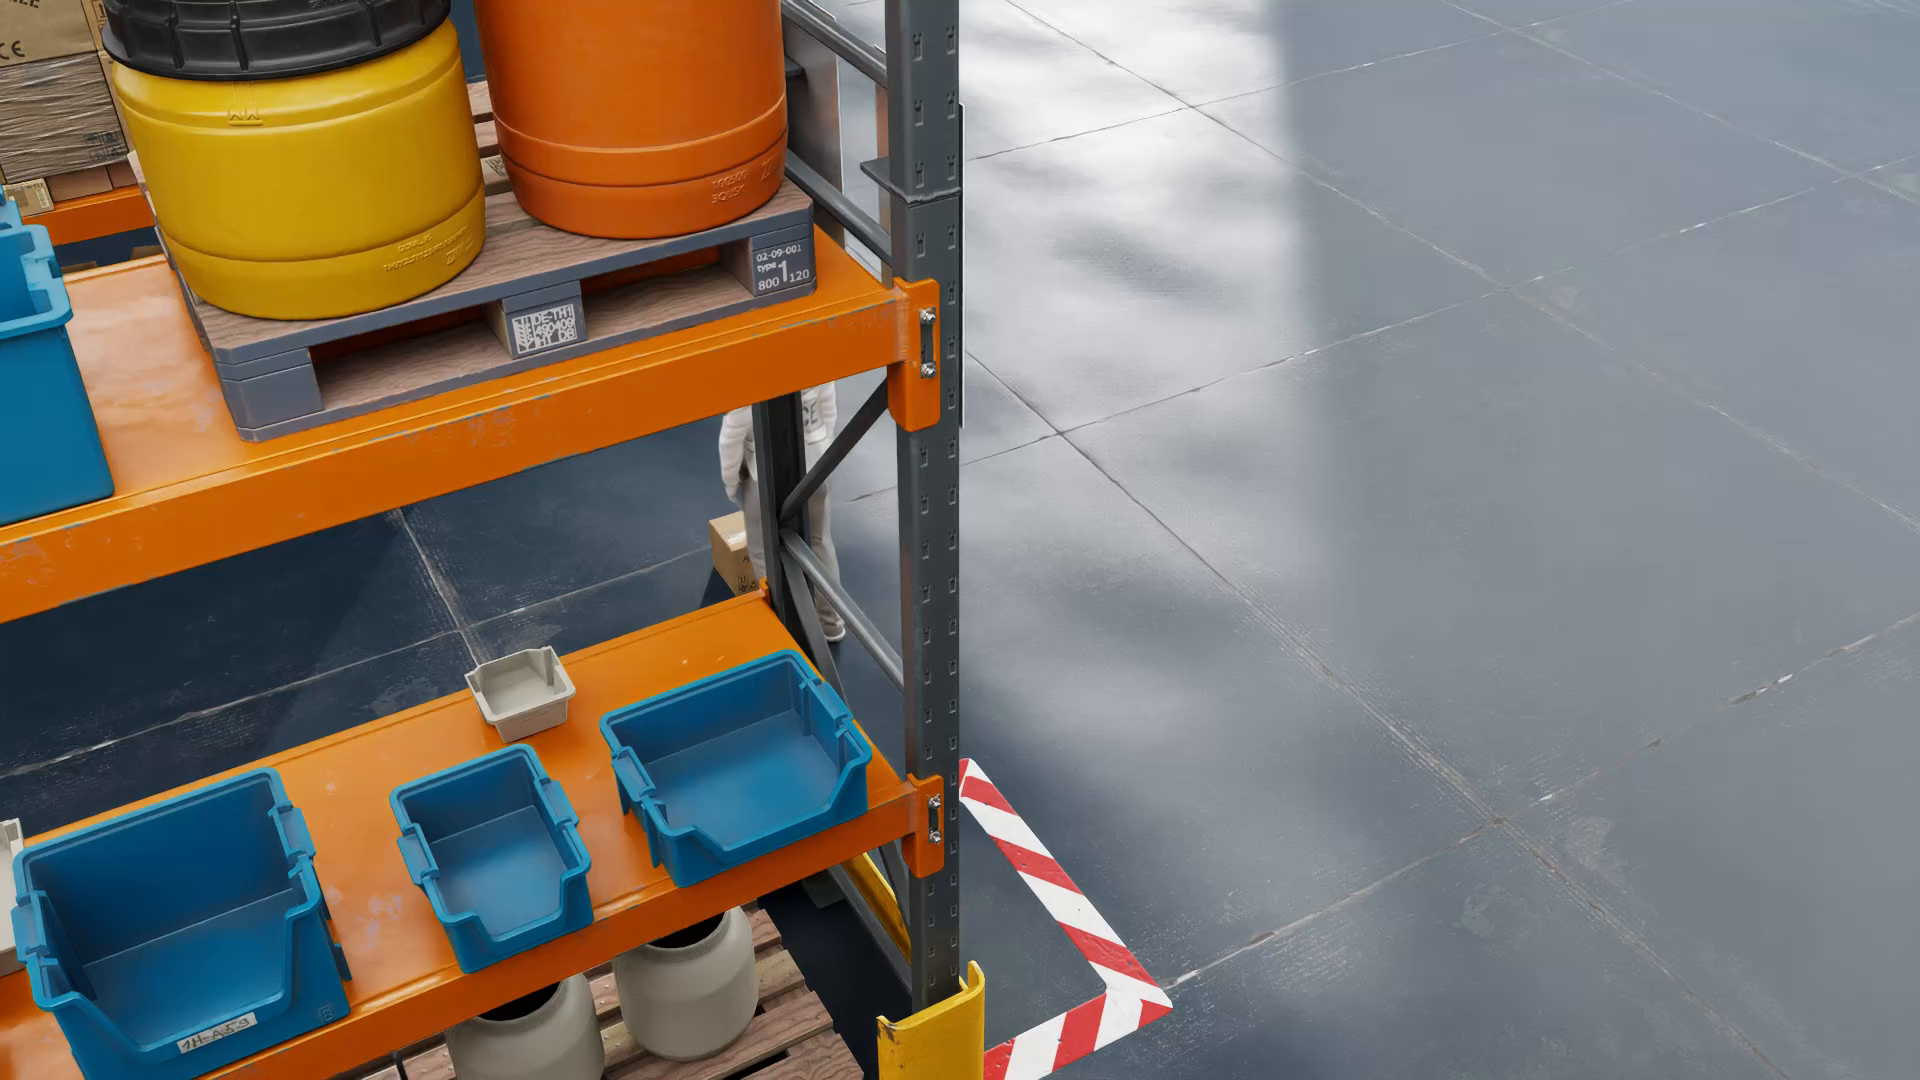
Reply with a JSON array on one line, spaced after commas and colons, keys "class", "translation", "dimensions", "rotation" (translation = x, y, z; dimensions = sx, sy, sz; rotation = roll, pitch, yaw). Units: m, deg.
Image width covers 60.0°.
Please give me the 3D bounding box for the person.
[{"class": "person", "translation": [-0.700, -0.254, 6.496], "dimensions": [0.474, 1.660, 0.327], "rotation": [-18, 41, -23]}]
